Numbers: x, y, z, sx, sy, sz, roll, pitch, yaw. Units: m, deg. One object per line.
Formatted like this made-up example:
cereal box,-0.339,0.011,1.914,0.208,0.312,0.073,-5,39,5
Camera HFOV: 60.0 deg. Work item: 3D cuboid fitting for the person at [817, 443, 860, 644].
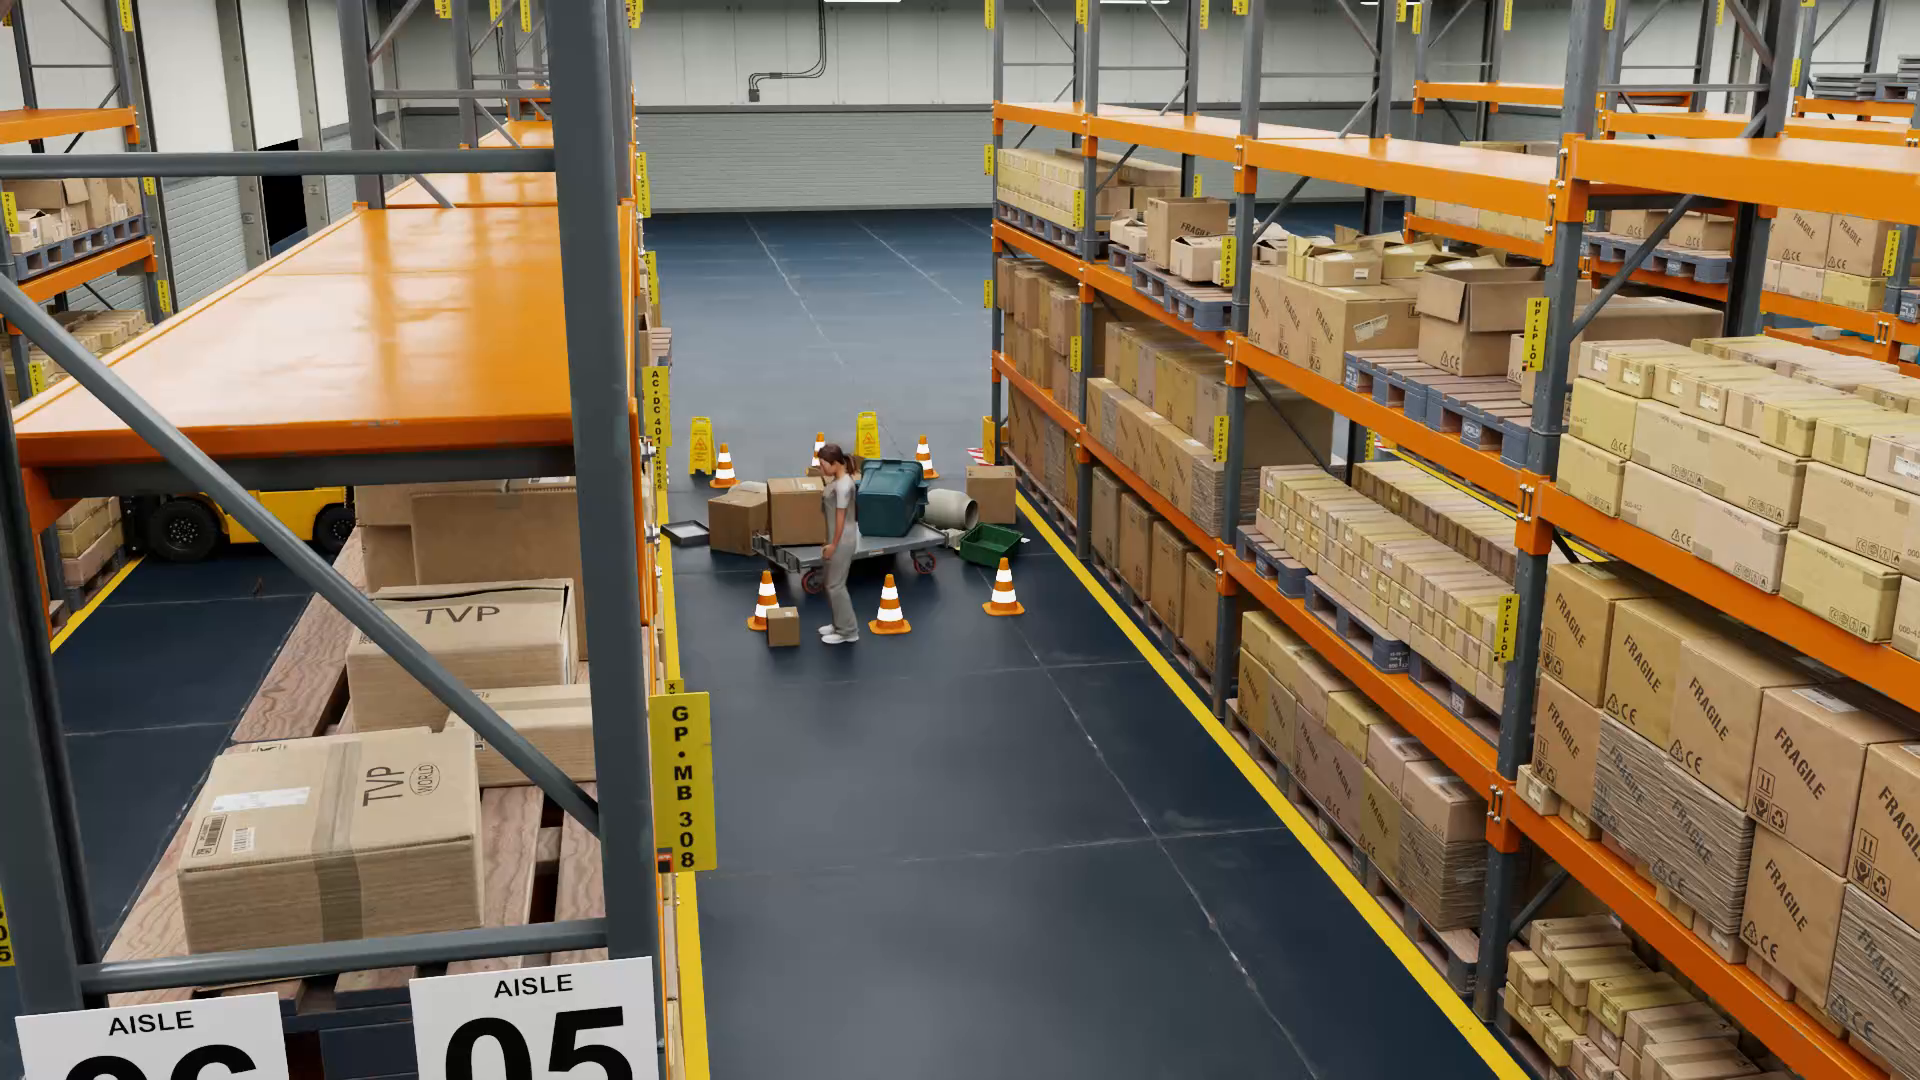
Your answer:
person,-0.979,0.020,13.508,0.350,1.662,0.449,-3,17,-9
